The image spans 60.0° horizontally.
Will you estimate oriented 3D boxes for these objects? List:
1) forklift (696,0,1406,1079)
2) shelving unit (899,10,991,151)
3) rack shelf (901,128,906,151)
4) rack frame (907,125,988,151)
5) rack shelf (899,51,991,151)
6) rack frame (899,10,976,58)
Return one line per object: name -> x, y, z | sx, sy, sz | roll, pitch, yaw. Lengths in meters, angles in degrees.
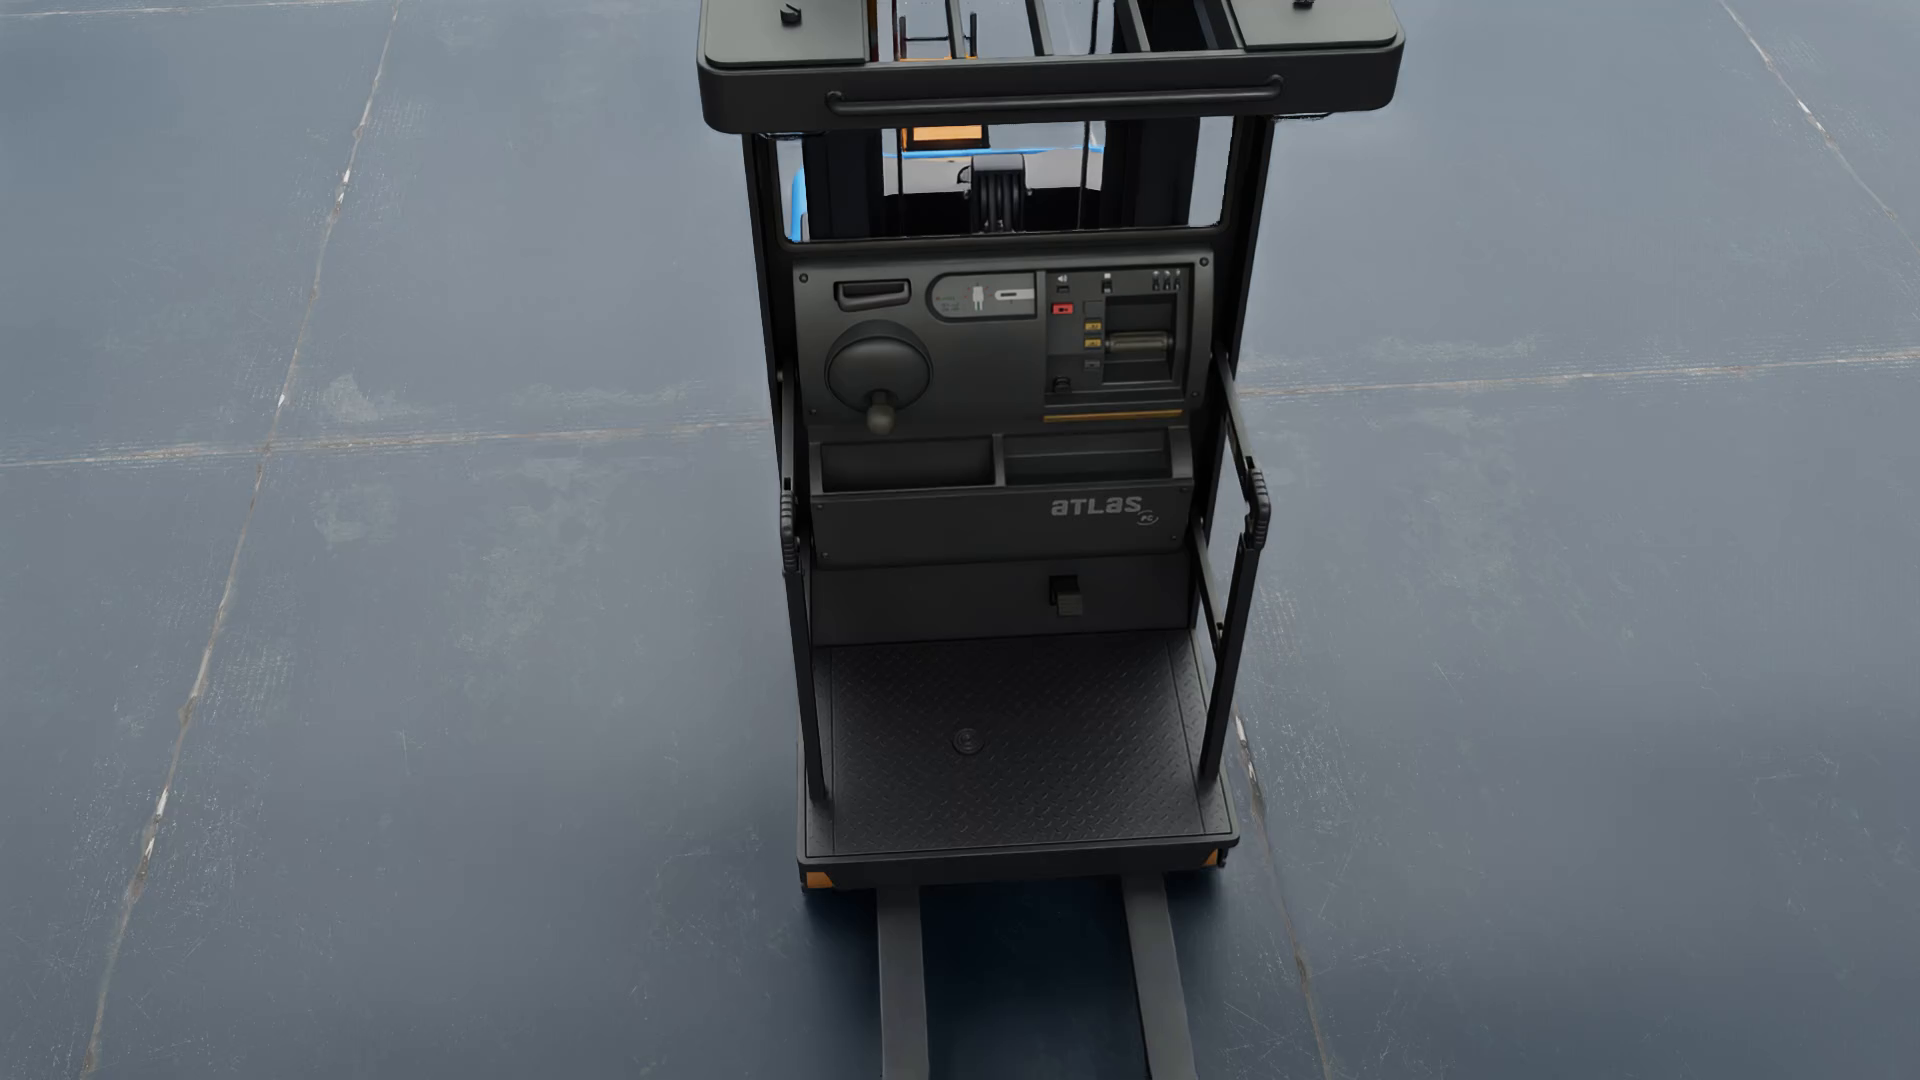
forklift -> 0.117, -0.349, 3.562 | 1.130, 2.935, 3.031 | -3, 47, -3
shelving unit -> -0.053, -1.041, 5.409 | 0.258, 1.200, 0.503 | -3, 47, -3
rack shelf -> -0.053, -1.148, 5.296 | 0.258, 0.148, 0.480 | -3, 47, -3
rack frame -> -0.037, -0.864, 5.242 | 0.240, 1.200, 0.015 | -3, 47, -3
rack shelf -> -0.053, -1.311, 5.124 | 0.258, 0.148, 0.480 | -3, 47, -3
rack frame -> -0.069, -1.217, 5.577 | 0.240, 1.200, 0.015 | -3, 47, -3
